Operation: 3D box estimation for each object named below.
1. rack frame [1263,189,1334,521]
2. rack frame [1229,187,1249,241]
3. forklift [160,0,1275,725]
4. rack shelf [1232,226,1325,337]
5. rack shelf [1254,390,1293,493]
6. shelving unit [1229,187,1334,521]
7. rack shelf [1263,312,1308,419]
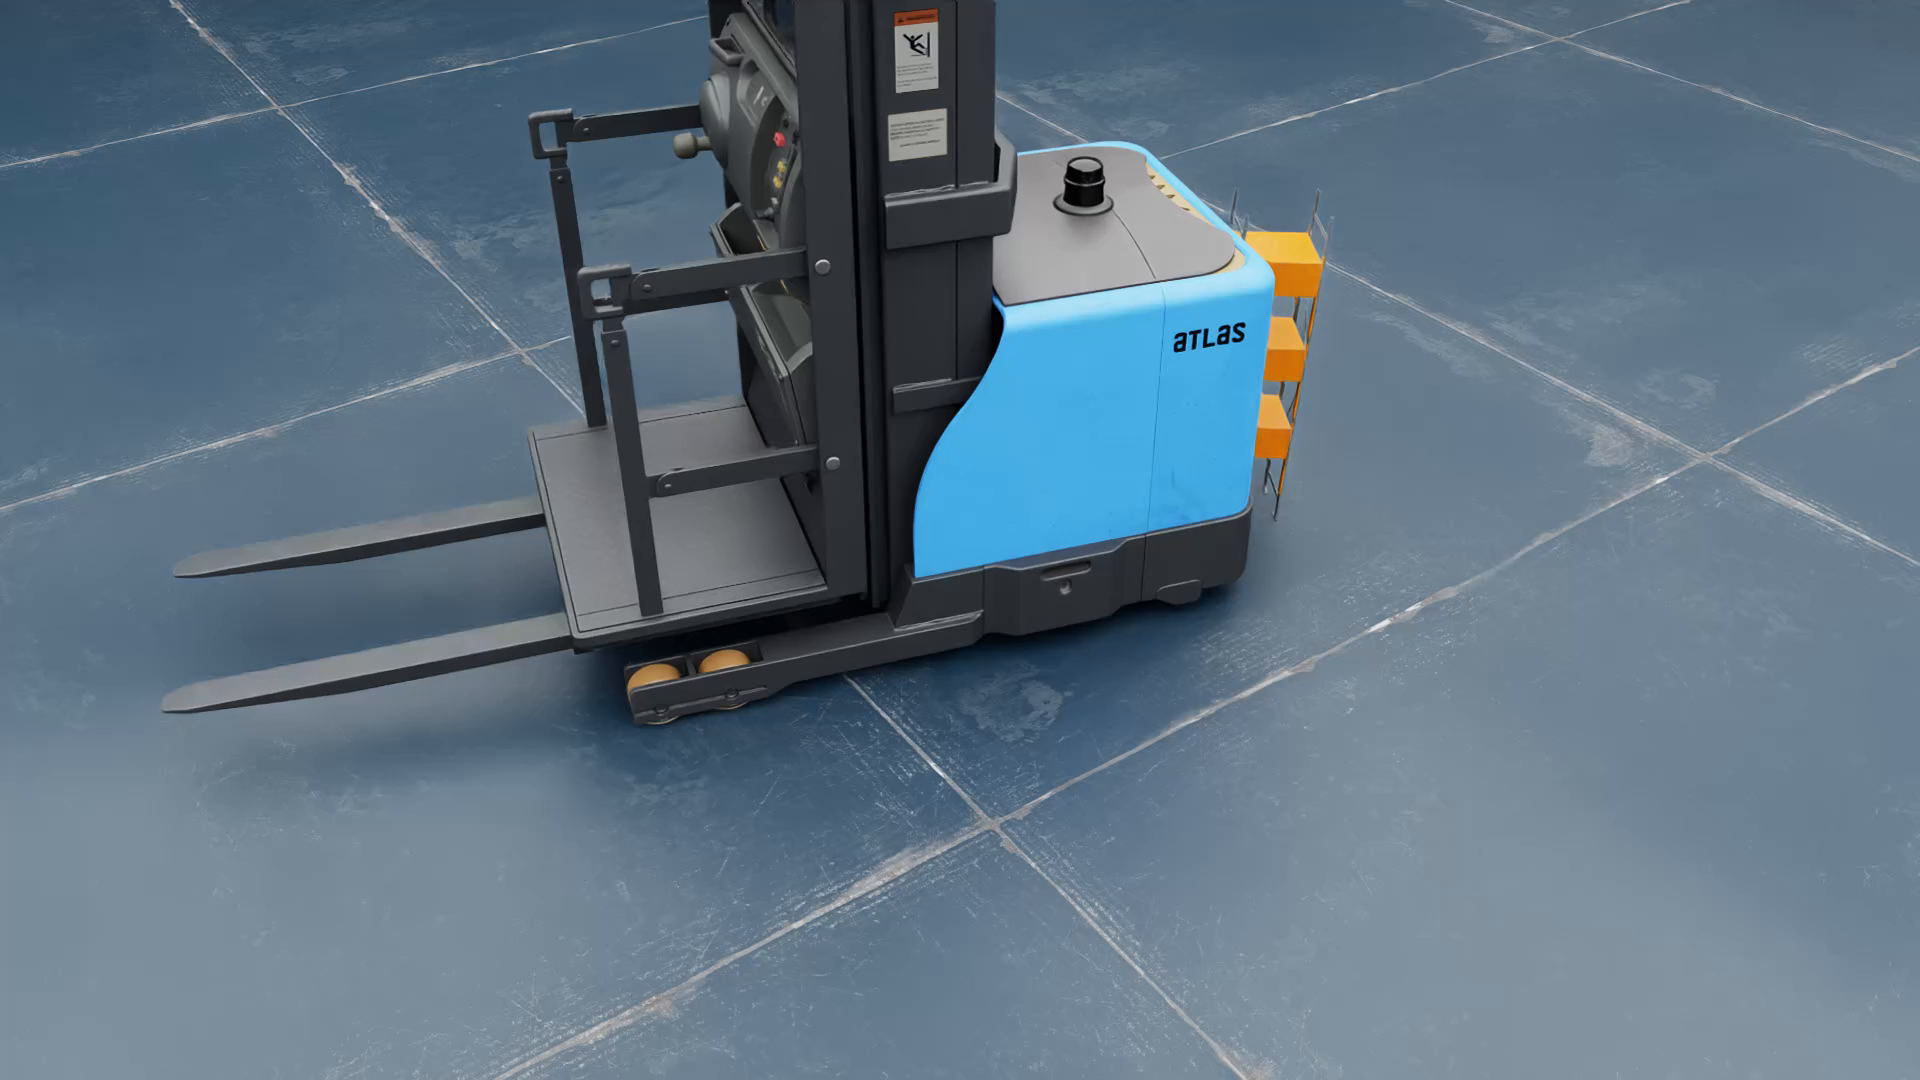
[{"bbox_3d":[1.032,-0.547,5.111,0.008,1.050,0.200,1,36,-3],"label":"rack frame"},{"bbox_3d":[0.789,-0.550,5.097,0.008,1.050,0.200,1,36,-3],"label":"rack frame"},{"bbox_3d":[-0.714,-1.032,4.174,3.031,2.935,1.130,-11,37,-15],"label":"forklift"},{"bbox_3d":[0.923,-0.770,4.945,0.240,0.259,0.215,1,36,-3],"label":"rack shelf"},{"bbox_3d":[0.898,-0.314,5.272,0.240,0.259,0.215,1,36,-3],"label":"rack shelf"},{"bbox_3d":[0.911,-0.548,5.104,0.252,1.050,0.215,1,36,-3],"label":"shelving unit"},{"bbox_3d":[0.910,-0.540,5.110,0.240,0.259,0.215,1,36,-3],"label":"rack shelf"}]
